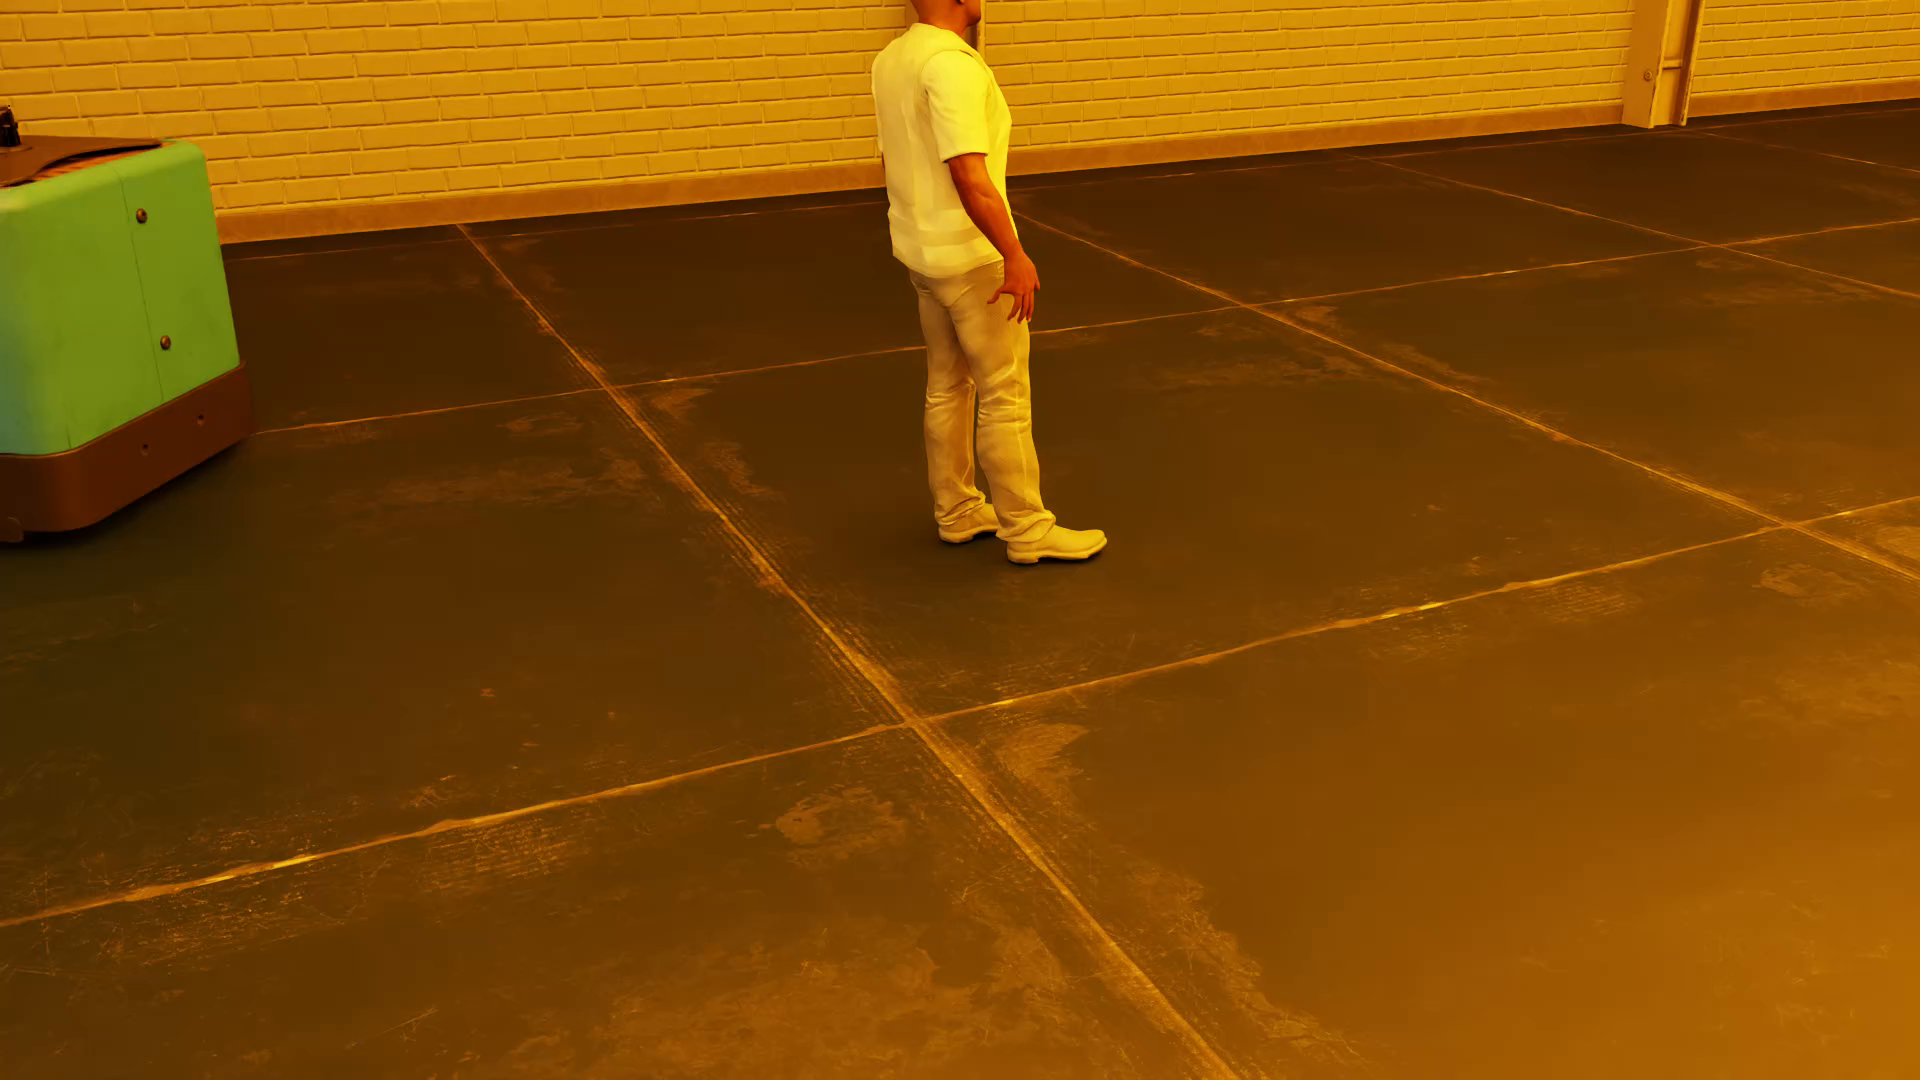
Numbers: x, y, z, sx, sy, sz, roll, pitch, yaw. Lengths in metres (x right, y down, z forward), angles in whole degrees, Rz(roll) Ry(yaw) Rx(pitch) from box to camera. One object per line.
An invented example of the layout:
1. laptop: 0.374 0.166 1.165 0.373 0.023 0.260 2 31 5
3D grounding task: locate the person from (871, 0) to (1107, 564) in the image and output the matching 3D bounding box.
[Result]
1. person: 0.065 -0.831 4.787 0.577 1.765 0.665 -10 25 -23

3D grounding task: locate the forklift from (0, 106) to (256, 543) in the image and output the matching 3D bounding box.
1. forklift: -4.039 -1.598 5.133 3.031 2.935 1.130 4 23 9
